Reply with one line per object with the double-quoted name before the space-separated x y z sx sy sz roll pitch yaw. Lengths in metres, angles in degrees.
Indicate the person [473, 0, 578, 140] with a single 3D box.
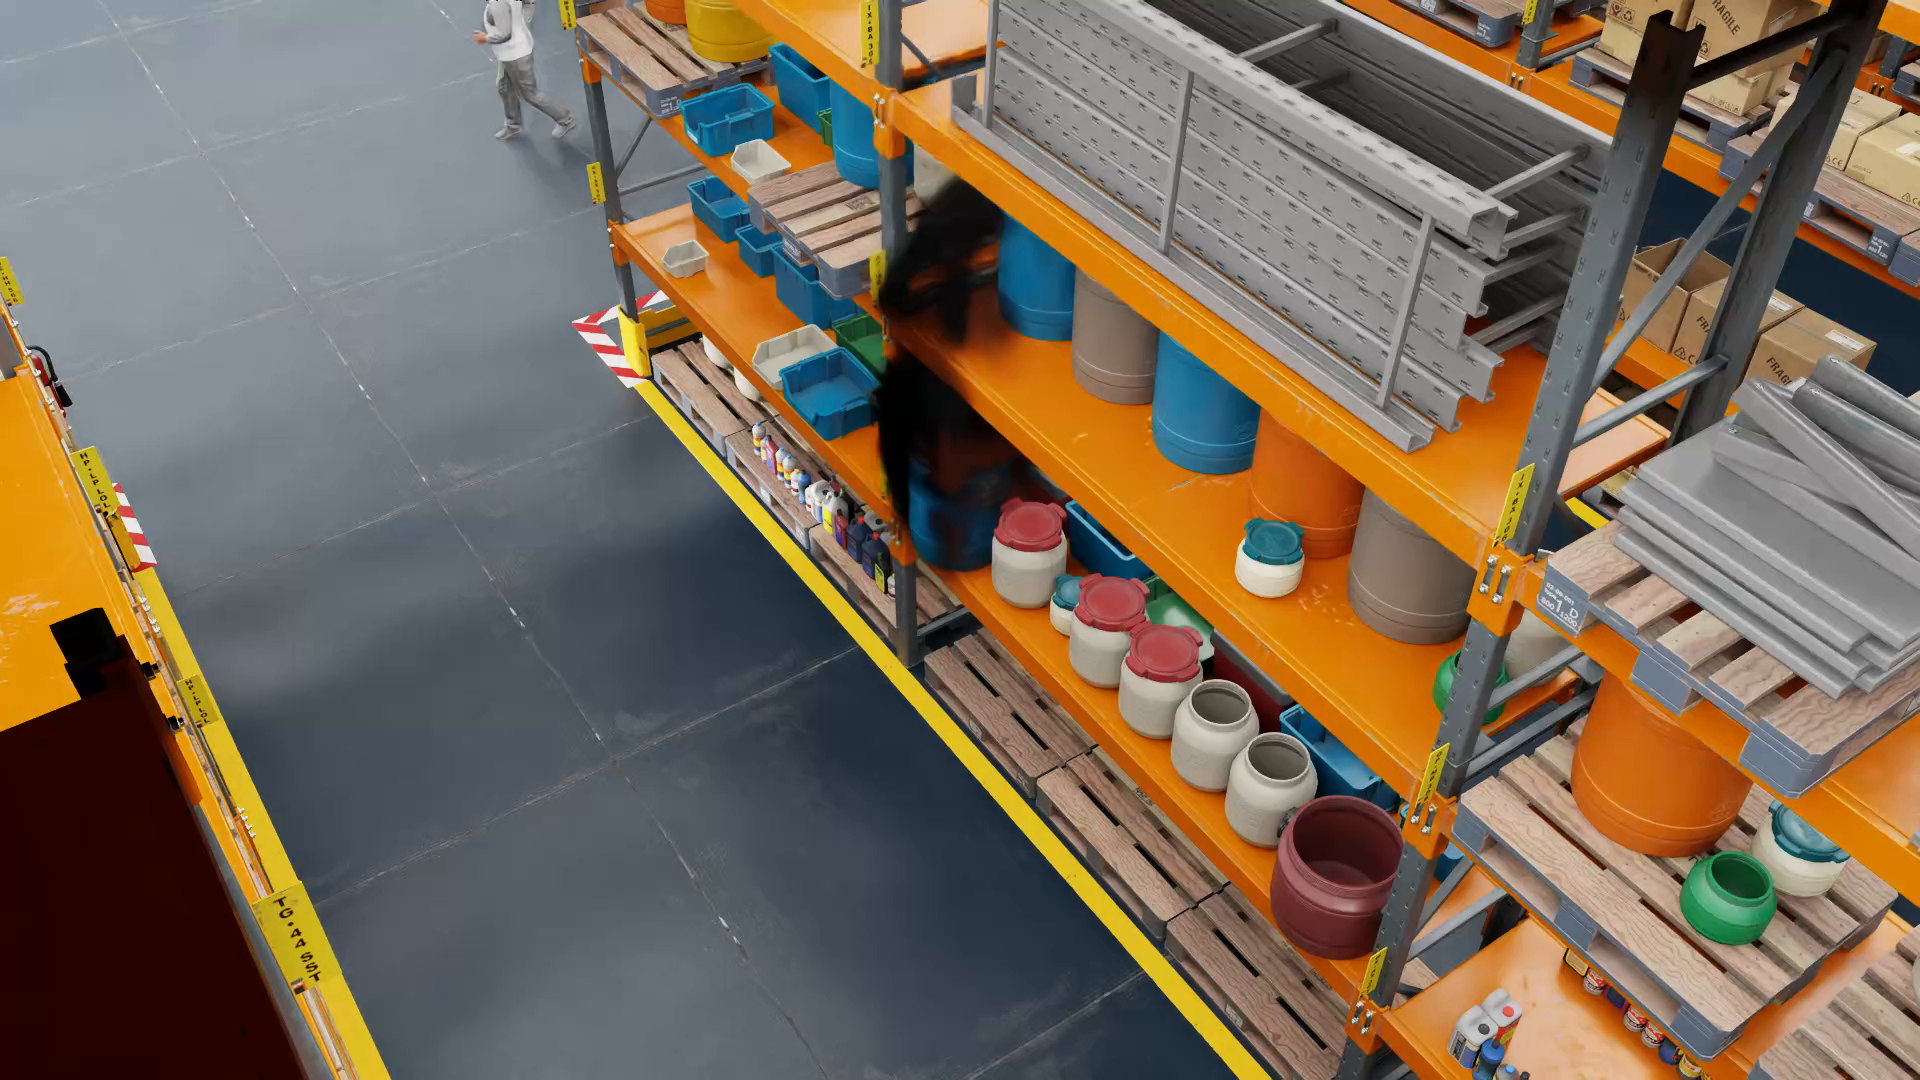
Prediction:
"person" -4.041 -4.461 15.291 0.837 1.809 0.656 -3 43 -3
